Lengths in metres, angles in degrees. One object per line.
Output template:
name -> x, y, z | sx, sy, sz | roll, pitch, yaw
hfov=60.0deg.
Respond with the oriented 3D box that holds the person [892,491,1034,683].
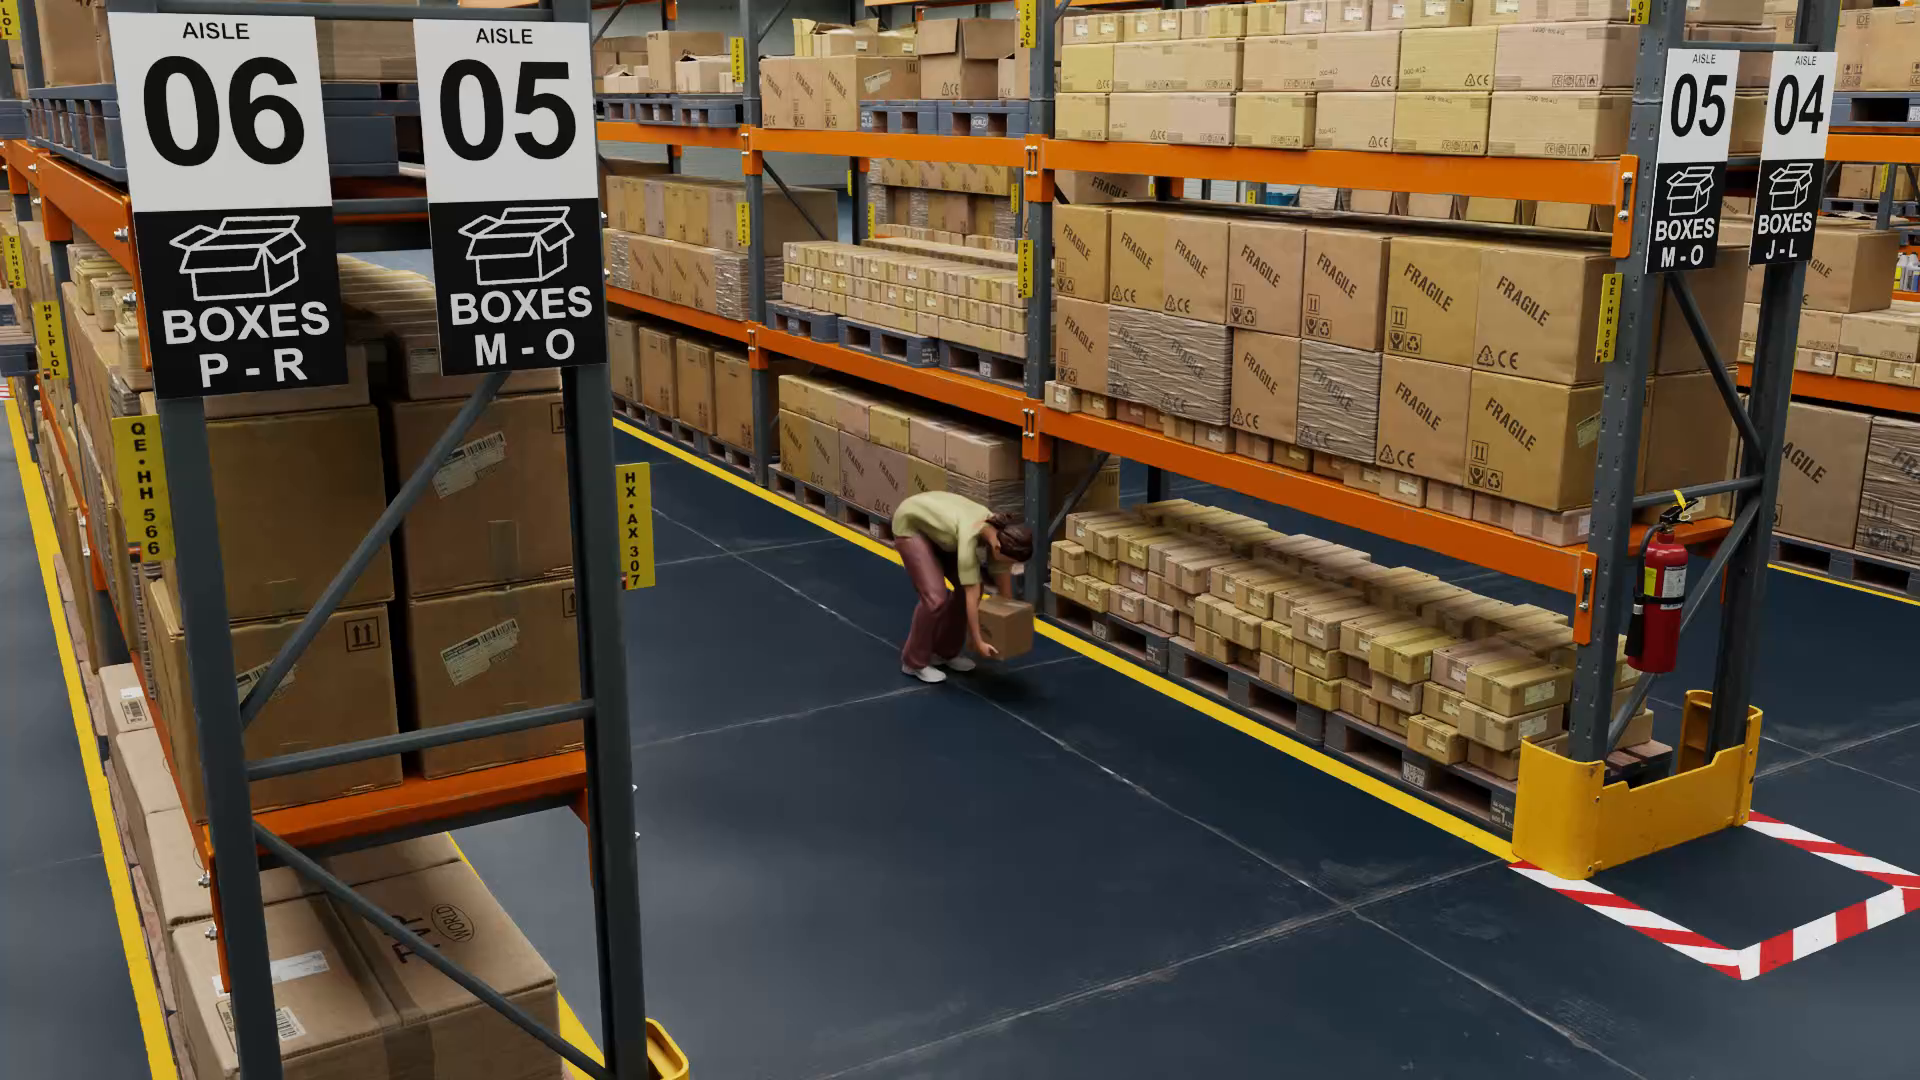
person -> 0.034, 0.267, 8.815 | 0.867, 1.006, 0.444 | 11, 19, 36
